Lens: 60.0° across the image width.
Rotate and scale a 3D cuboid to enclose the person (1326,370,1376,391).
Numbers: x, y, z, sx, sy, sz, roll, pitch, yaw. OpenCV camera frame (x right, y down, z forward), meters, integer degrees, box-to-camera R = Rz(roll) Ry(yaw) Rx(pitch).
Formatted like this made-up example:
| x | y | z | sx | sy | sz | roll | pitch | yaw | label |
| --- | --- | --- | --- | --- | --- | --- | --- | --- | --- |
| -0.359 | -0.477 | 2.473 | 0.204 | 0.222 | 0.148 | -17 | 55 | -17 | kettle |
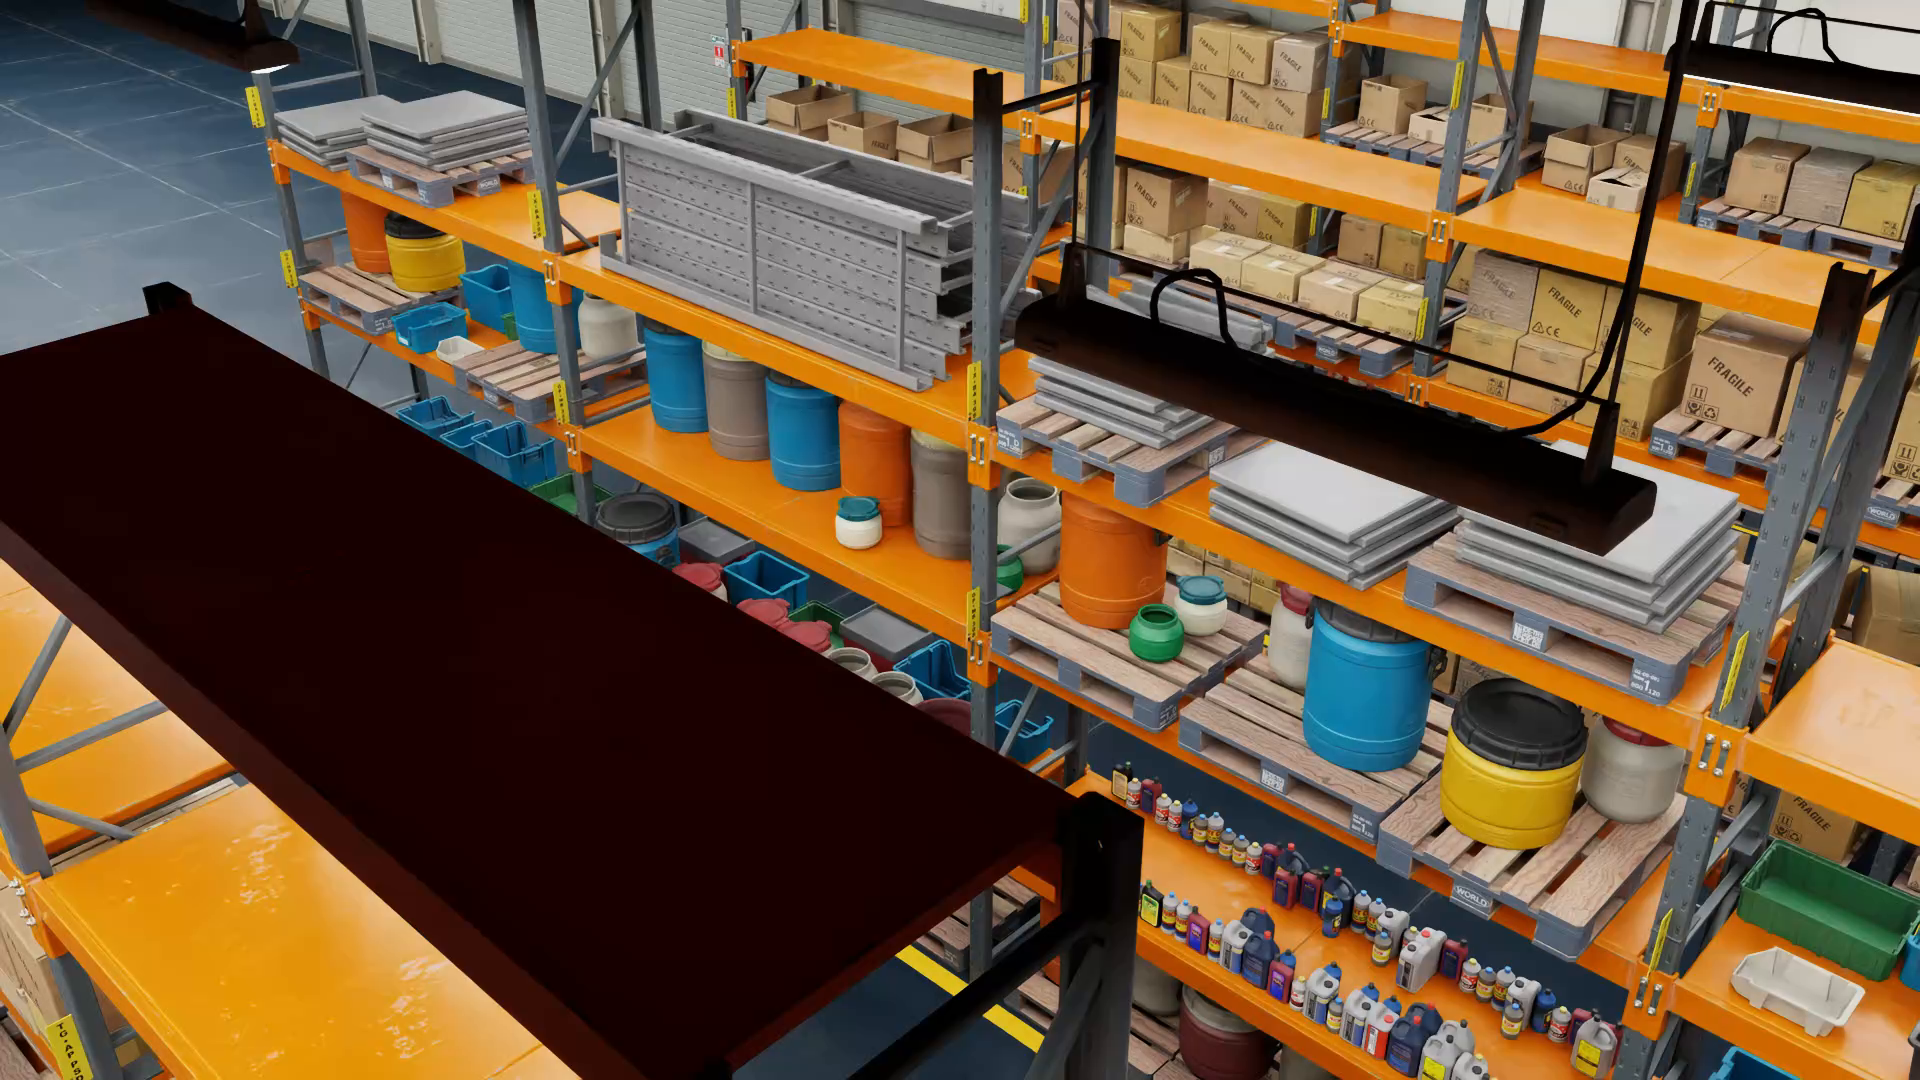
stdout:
| x | y | z | sx | sy | sz | roll | pitch | yaw | label |
| --- | --- | --- | --- | --- | --- | --- | --- | --- | --- |
| 3.954 | -1.451 | 16.989 | 0.571 | 1.779 | 0.499 | -18 | 34 | -29 | person |
